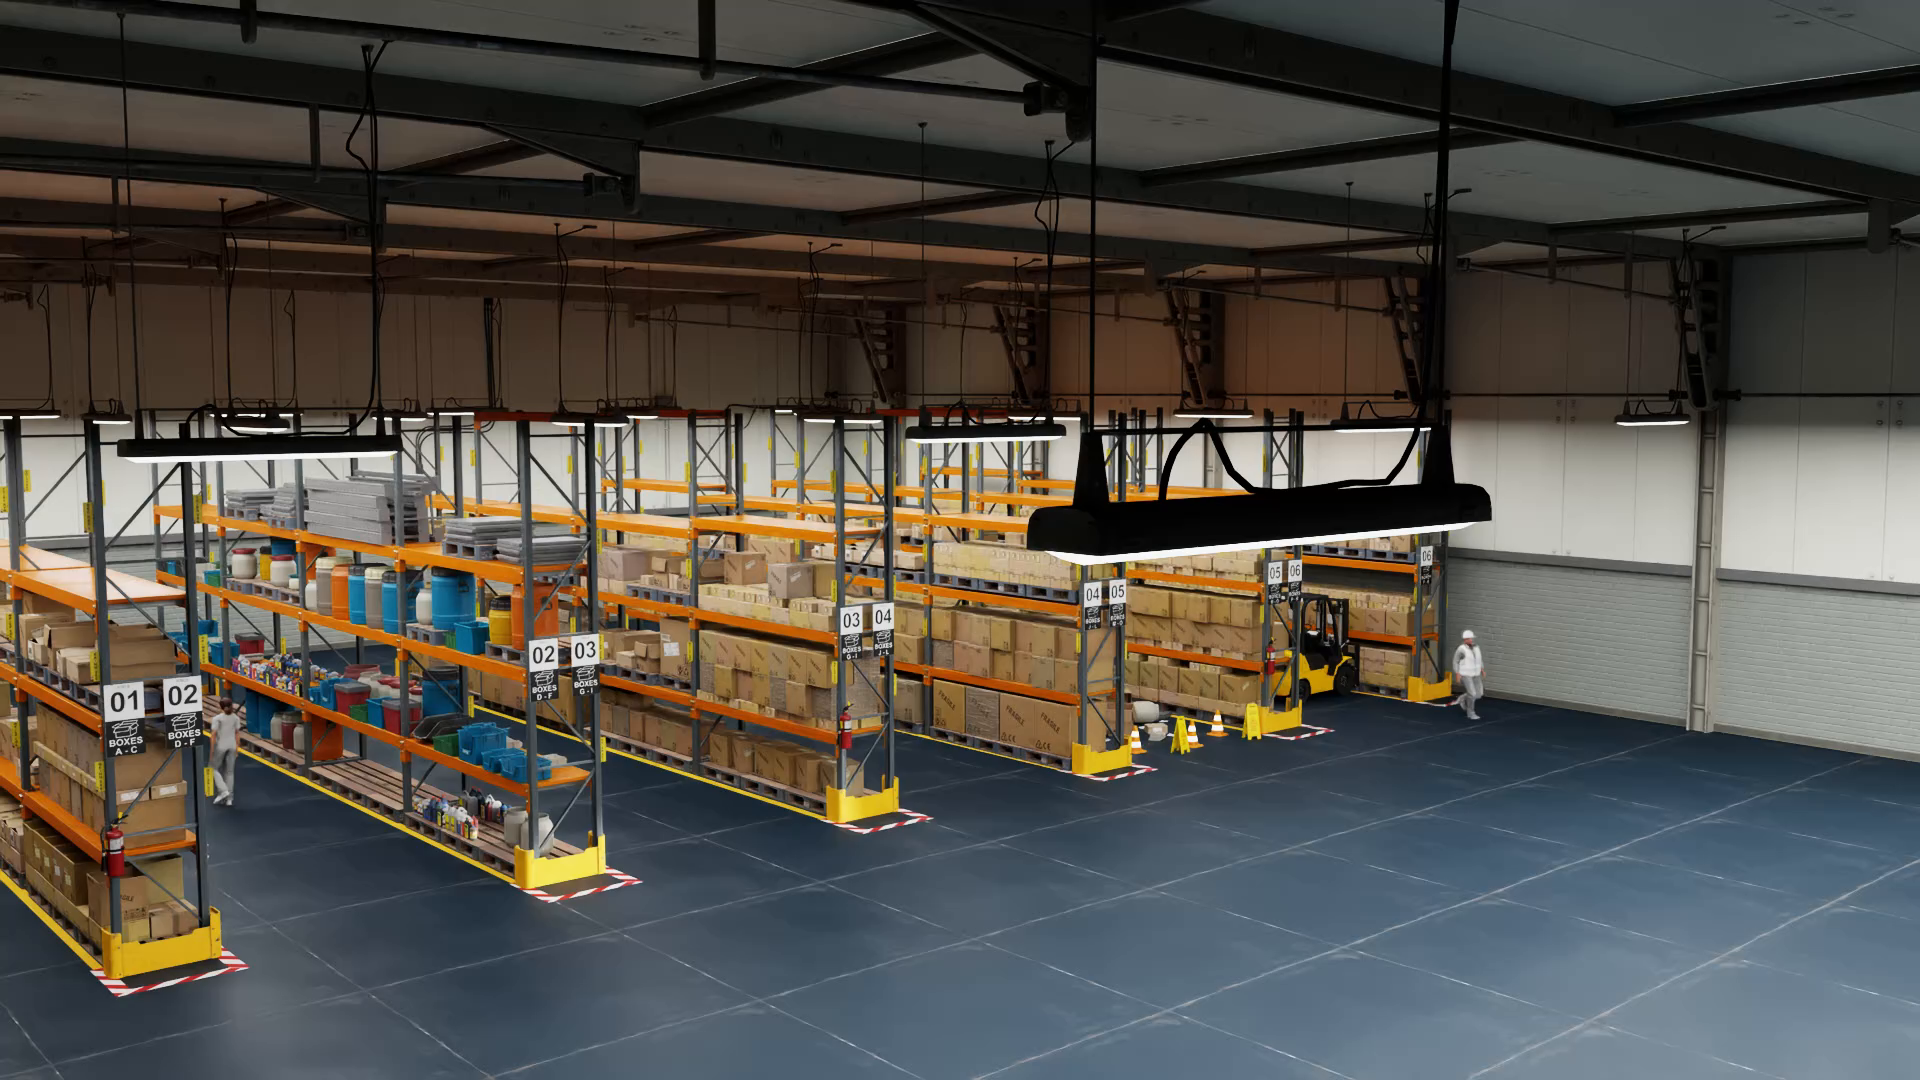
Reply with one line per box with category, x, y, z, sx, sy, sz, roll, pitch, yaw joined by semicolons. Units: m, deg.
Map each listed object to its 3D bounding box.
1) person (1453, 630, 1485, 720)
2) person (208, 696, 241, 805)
person;9.923;2.615;32.515;0.597;1.748;0.630;-3;6;-28
person;-11.291;3.243;25.582;0.486;1.670;0.464;-5;7;-45
